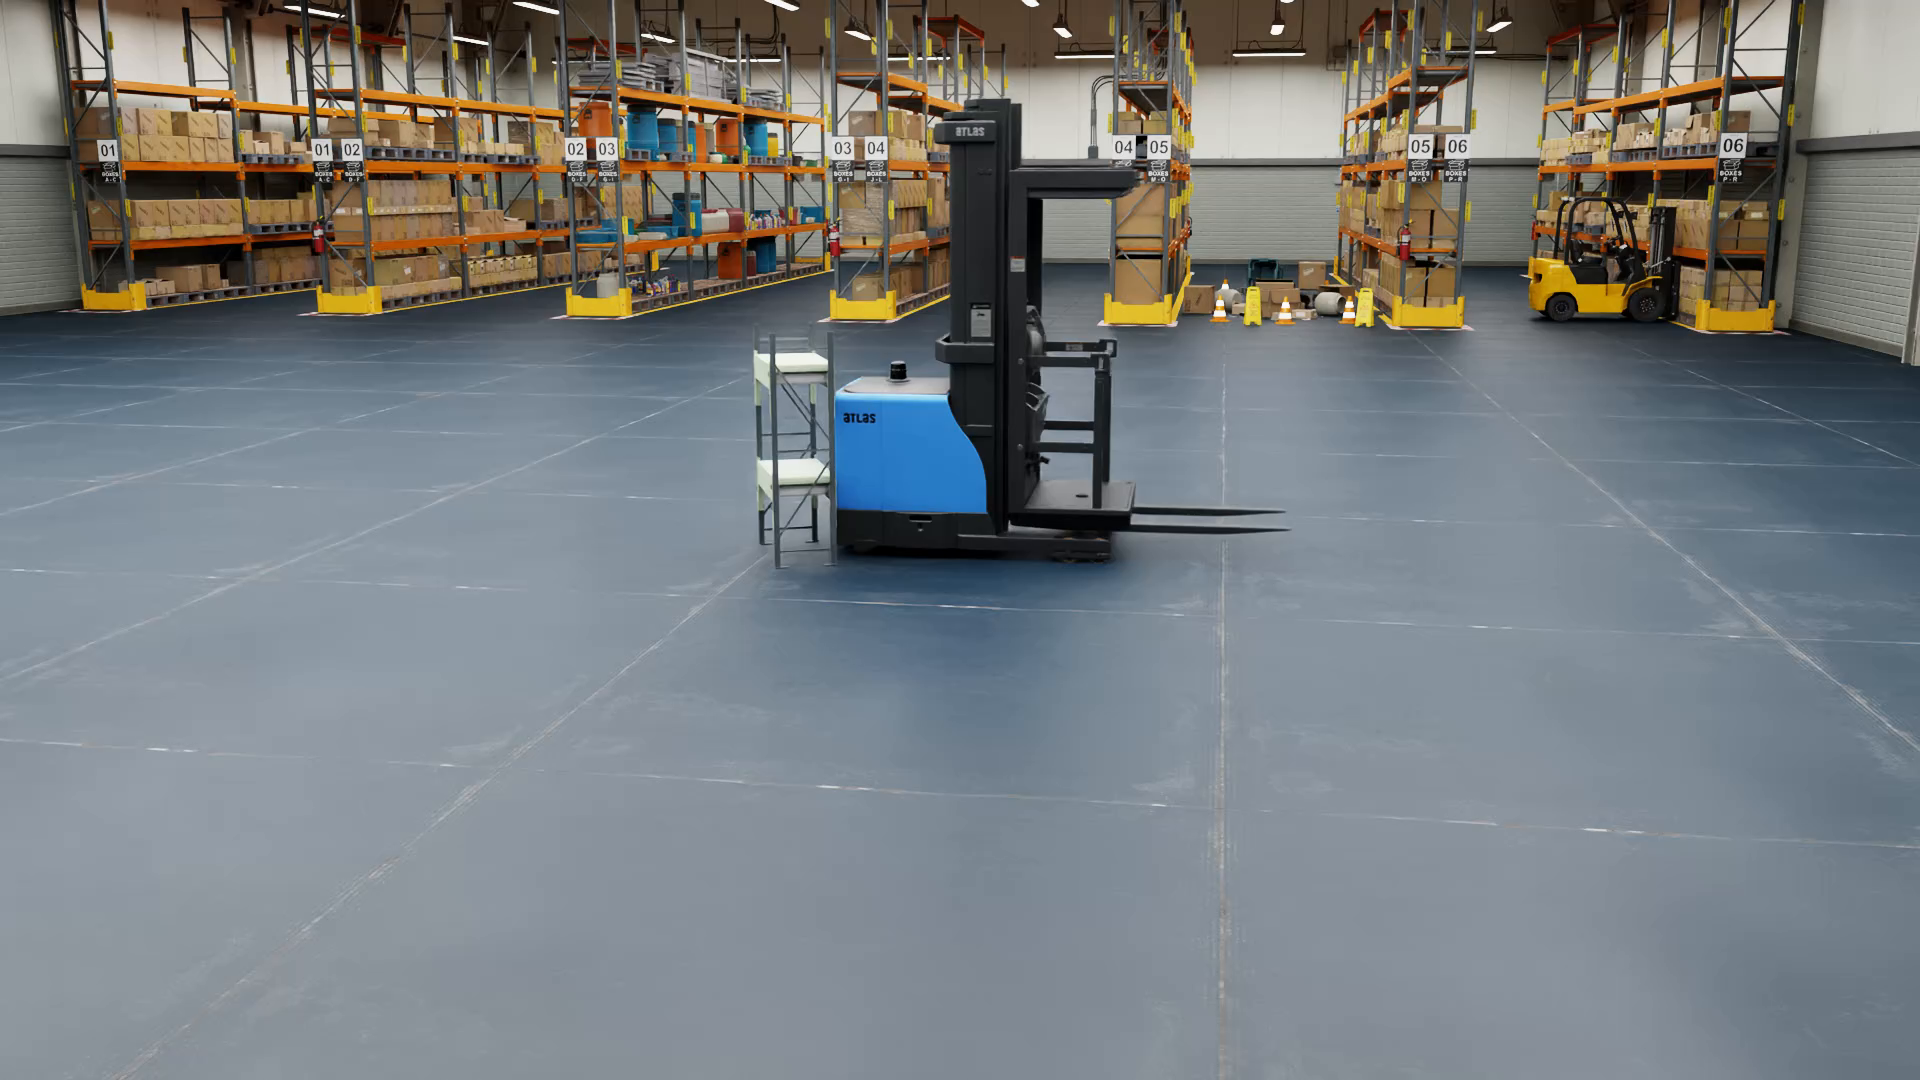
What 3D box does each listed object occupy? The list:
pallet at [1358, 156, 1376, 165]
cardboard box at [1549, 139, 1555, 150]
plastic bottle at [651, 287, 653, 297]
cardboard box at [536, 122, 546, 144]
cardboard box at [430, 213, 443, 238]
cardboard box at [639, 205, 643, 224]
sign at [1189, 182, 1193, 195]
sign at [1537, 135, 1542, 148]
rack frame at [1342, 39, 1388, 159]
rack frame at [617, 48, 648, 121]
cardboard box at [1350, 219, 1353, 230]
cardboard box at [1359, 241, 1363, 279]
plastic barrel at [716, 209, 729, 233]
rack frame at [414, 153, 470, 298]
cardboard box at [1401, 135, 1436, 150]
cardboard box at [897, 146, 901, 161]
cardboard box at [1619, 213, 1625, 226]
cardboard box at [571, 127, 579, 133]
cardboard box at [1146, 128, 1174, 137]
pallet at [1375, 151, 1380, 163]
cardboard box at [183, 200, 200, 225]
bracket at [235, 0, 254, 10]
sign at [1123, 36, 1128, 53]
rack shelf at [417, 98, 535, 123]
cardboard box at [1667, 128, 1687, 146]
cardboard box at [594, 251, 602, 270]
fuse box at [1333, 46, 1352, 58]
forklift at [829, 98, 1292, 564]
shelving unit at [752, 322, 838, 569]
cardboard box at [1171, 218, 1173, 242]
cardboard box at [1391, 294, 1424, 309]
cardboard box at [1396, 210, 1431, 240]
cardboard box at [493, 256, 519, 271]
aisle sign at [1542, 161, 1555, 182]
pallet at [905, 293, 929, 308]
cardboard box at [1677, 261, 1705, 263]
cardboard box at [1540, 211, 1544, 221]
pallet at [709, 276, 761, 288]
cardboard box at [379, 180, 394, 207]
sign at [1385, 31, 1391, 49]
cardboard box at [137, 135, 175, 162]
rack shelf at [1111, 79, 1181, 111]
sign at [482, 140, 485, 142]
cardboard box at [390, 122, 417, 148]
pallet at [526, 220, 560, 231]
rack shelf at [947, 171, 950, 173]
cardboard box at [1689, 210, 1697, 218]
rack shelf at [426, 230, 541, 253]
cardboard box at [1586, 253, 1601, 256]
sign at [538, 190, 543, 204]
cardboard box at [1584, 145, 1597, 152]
[{"bbox_3d":[9.474,-8.551,37.381,1.003,0.211,1.213,2,12,11],"label":"pallet"},{"bbox_3d":[14.917,-9.802,41.201,0.500,0.250,0.500,2,12,8],"label":"cardboard box"},{"bbox_3d":[-6.055,-4.861,32.527,0.097,0.201,0.097,0,12,0],"label":"plastic bottle"},{"bbox_3d":[-10.169,-9.652,39.431,0.500,0.500,0.500,2,12,9],"label":"cardboard box"},{"bbox_3d":[-11.073,-6.465,34.135,0.700,0.500,0.500,2,12,8],"label":"cardboard box"},{"bbox_3d":[-8.967,-8.956,45.691,0.500,0.500,0.500,2,12,9],"label":"cardboard box"},{"bbox_3d":[6.128,-9.312,44.083,0.100,0.325,0.005,2,12,9],"label":"sign"},{"bbox_3d":[14.858,-10.225,42.625,0.100,0.325,0.005,2,12,9],"label":"sign"},{"bbox_3d":[10.489,-11.407,43.062,1.000,3.000,0.127,2,12,9],"label":"rack frame"},{"bbox_3d":[-9.091,-12.050,46.045,1.000,3.000,0.127,2,12,9],"label":"rack frame"},{"bbox_3d":[9.545,-7.485,39.461,0.500,0.250,0.500,2,12,7],"label":"cardboard box"},{"bbox_3d":[9.726,-6.488,38.526,0.875,0.875,0.875,2,12,10],"label":"cardboard box"},{"bbox_3d":[-5.374,-7.124,37.164,0.421,0.512,0.421,0,12,0],"label":"plastic barrel"},{"bbox_3d":[-10.936,-6.619,35.086,1.000,3.000,0.127,2,12,9],"label":"rack frame"},{"bbox_3d":[7.841,-6.797,28.443,0.500,0.250,0.500,2,12,8],"label":"cardboard box"},{"bbox_3d":[-1.361,-7.057,30.355,0.500,0.250,0.500,2,12,7],"label":"cardboard box"},{"bbox_3d":[13.678,-6.523,33.809,0.500,0.250,0.500,2,12,7],"label":"cardboard box"},{"bbox_3d":[-9.669,-10.391,42.857,0.700,0.500,0.500,2,12,9],"label":"cardboard box"},{"bbox_3d":[3.526,-7.273,29.418,0.500,0.250,0.500,2,12,8],"label":"cardboard box"},{"bbox_3d":[9.000,-7.692,33.389,1.213,0.211,1.003,2,12,9],"label":"pallet"},{"bbox_3d":[-15.837,-6.656,33.789,0.500,0.500,0.500,2,12,10],"label":"cardboard box"},{"bbox_3d":[-15.984,-11.963,37.100,0.235,0.232,0.430,2,12,9],"label":"bracket"},{"bbox_3d":[3.199,-9.558,32.081,0.100,0.325,0.005,2,12,9],"label":"sign"},{"bbox_3d":[-10.629,-9.421,36.504,1.077,0.370,4.000,2,12,9],"label":"rack shelf"},{"bbox_3d":[13.180,-7.328,30.232,0.500,0.311,0.500,2,12,10],"label":"cardboard box"},{"bbox_3d":[-9.499,-7.165,42.511,0.500,0.500,0.500,2,12,8],"label":"cardboard box"},{"bbox_3d":[11.079,-14.148,48.187,0.513,0.334,0.176,2,12,9],"label":"fuse box"},{"bbox_3d":[0.691,-1.397,11.018,3.031,2.935,1.130,2,12,8],"label":"forklift"},{"bbox_3d":[-1.083,-0.636,10.887,0.431,1.500,0.755,-3,13,-14],"label":"shelving unit"},{"bbox_3d":[3.630,-5.996,31.841,0.875,0.550,0.550,2,12,9],"label":"cardboard box"},{"bbox_3d":[7.891,-4.186,29.329,0.500,0.250,0.500,2,12,8],"label":"cardboard box"},{"bbox_3d":[7.840,-5.460,28.763,0.500,0.500,0.500,2,12,8],"label":"cardboard box"},{"bbox_3d":[-10.312,-6.256,37.603,0.500,0.311,0.500,2,12,8],"label":"cardboard box"},{"bbox_3d":[15.115,-9.609,42.788,0.394,0.787,0.004,2,12,9],"label":"aisle sign"},{"bbox_3d":[-1.217,-4.793,33.233,1.003,0.211,1.213,2,12,9],"label":"pallet"},{"bbox_3d":[13.664,-5.057,30.996,0.500,0.250,0.500,2,12,10],"label":"cardboard box"},{"bbox_3d":[14.981,-8.195,42.051,0.500,0.250,0.500,2,12,9],"label":"cardboard box"},{"bbox_3d":[-5.347,-6.093,39.263,1.003,0.211,1.213,2,12,9],"label":"pallet"},{"bbox_3d":[-11.383,-6.687,32.084,0.700,0.500,0.500,2,12,7],"label":"cardboard box"},{"bbox_3d":[8.094,-9.460,31.434,0.100,0.325,0.005,2,12,9],"label":"sign"},{"bbox_3d":[-15.955,-7.751,32.936,0.500,0.500,0.500,2,12,11],"label":"cardboard box"},{"bbox_3d":[3.429,-8.085,30.304,1.077,0.370,4.000,2,12,9],"label":"rack shelf"},{"bbox_3d":[-13.452,-11.117,46.922,0.100,0.325,0.005,2,12,9],"label":"sign"},{"bbox_3d":[-11.314,-8.071,33.128,0.797,0.503,0.637,3,13,15],"label":"cardboard box"},{"bbox_3d":[-10.286,-7.501,39.635,1.213,0.211,1.003,2,12,9],"label":"pallet"},{"bbox_3d":[0.389,-9.493,43.012,1.077,0.370,4.000,2,12,9],"label":"rack shelf"},{"bbox_3d":[12.864,-5.645,28.790,0.380,0.149,0.250,1,12,7],"label":"cardboard box"},{"bbox_3d":[-10.629,-6.684,37.094,1.077,0.370,4.000,2,12,9],"label":"rack shelf"},{"bbox_3d":[14.221,-6.335,37.167,0.380,0.149,0.250,1,12,6],"label":"cardboard box"},{"bbox_3d":[-9.772,-8.000,38.747,0.100,0.325,0.005,2,12,9],"label":"sign"},{"bbox_3d":[14.129,-8.709,37.026,0.380,0.149,0.250,2,12,10],"label":"cardboard box"}]
